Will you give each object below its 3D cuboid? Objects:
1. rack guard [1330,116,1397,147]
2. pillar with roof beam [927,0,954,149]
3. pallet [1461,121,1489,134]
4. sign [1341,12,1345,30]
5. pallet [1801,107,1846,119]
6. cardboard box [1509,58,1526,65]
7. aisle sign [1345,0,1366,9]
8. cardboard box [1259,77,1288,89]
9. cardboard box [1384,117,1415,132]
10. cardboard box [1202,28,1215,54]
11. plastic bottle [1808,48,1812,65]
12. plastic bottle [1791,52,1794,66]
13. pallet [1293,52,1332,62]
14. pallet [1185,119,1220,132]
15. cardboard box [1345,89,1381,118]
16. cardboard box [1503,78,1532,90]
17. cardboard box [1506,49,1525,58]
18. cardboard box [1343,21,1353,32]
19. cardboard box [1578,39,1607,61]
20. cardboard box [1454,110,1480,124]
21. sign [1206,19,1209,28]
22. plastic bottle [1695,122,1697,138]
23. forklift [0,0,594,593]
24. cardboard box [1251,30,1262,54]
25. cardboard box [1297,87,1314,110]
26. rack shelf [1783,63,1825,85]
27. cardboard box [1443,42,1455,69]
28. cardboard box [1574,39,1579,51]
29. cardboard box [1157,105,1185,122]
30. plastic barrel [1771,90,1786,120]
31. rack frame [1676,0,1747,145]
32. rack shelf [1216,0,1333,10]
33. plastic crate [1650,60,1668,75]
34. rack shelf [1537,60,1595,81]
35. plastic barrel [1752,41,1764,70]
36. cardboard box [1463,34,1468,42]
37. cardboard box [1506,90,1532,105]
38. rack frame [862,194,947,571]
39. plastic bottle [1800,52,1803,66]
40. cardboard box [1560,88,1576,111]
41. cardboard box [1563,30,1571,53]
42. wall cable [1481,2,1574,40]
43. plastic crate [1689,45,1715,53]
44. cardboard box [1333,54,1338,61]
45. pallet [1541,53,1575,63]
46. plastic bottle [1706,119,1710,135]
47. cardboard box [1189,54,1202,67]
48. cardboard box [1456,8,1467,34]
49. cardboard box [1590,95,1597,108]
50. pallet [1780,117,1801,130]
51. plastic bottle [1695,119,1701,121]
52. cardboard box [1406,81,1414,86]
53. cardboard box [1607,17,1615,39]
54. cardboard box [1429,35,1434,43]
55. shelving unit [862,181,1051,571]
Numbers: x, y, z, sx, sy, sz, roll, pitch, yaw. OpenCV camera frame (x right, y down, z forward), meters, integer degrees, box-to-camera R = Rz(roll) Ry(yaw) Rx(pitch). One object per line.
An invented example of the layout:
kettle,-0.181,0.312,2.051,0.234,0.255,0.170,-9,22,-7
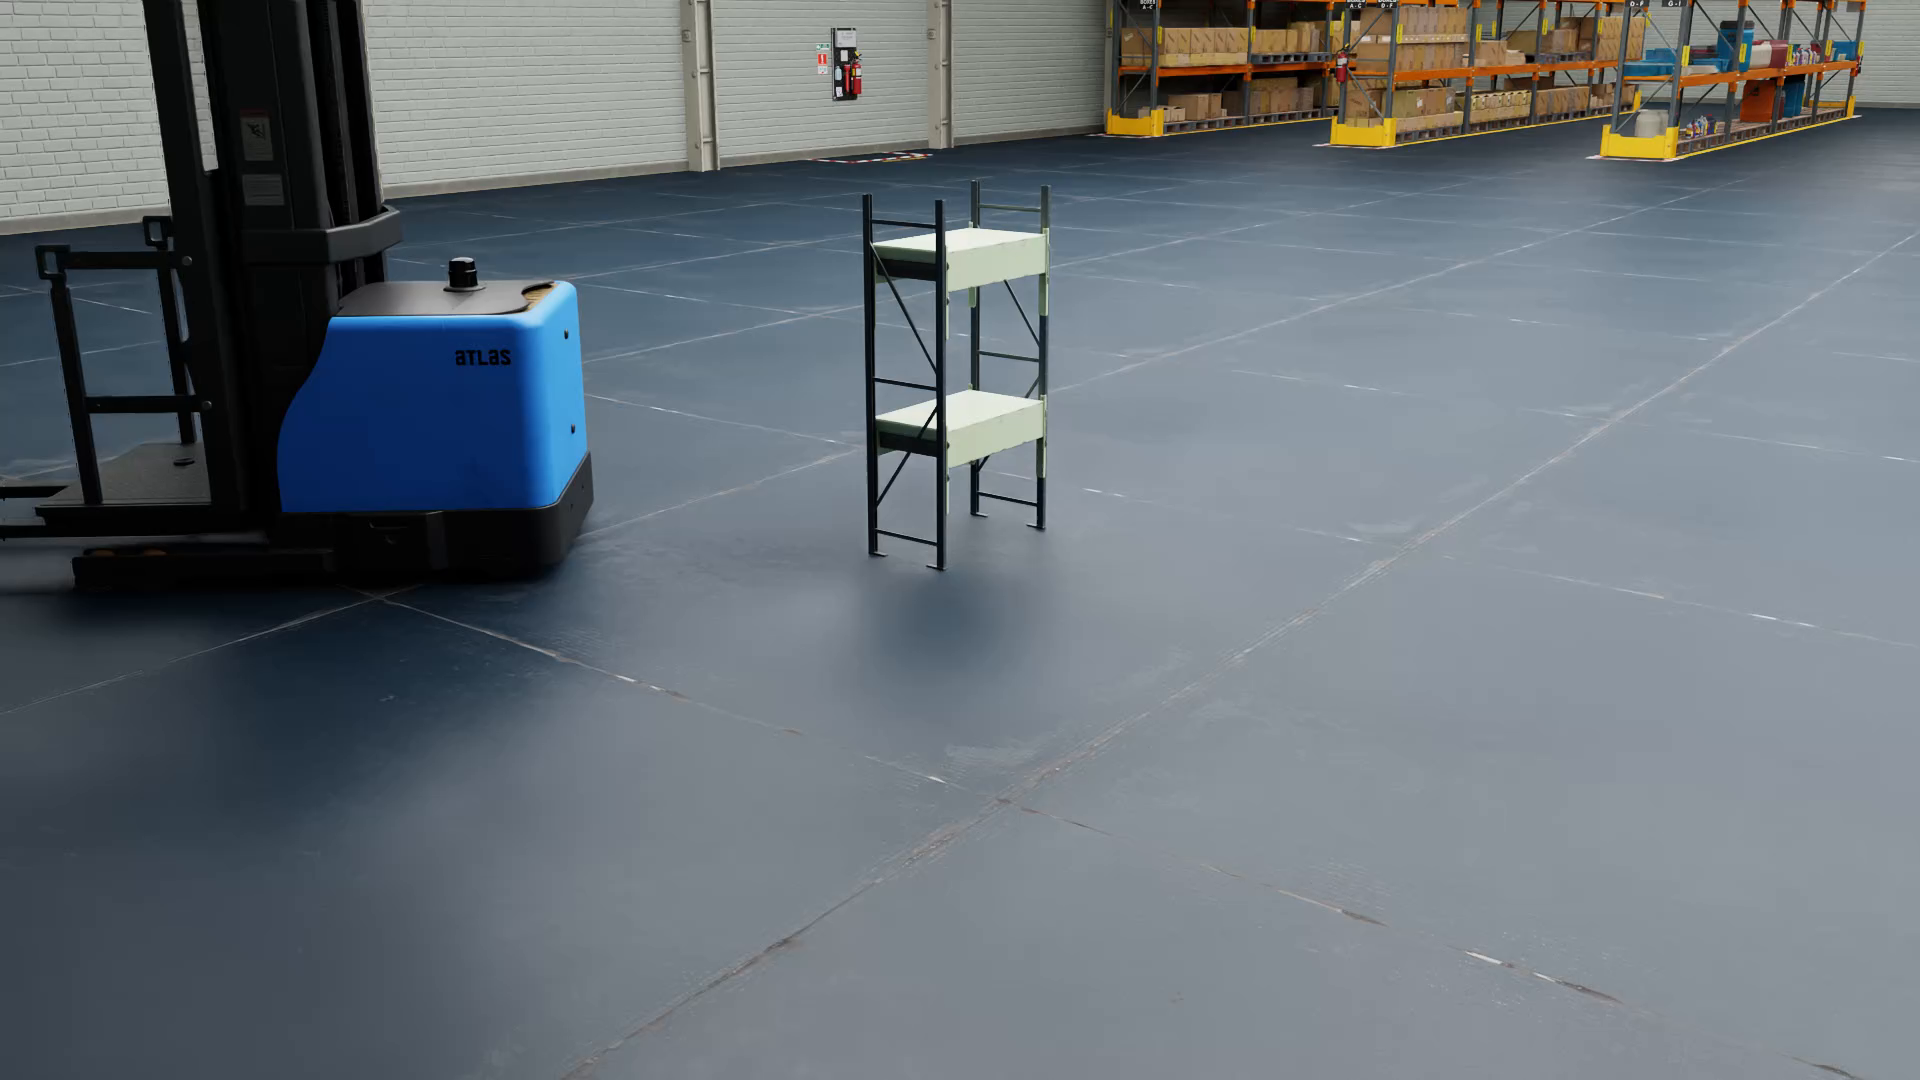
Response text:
rack guard,7.465,-7.573,30.788,1.175,0.500,0.348,12,21,35
pillar with roof beam,3.104,-10.642,26.340,9.100,9.000,0.400,12,21,35
pallet,10.271,-8.576,34.505,1.003,0.211,1.213,12,21,35
sign,7.052,-9.538,30.549,0.100,0.325,0.005,12,21,35
pallet,20.466,-10.186,39.689,1.003,0.211,1.213,12,21,35
cardboard box,11.932,-10.295,35.762,0.380,0.149,0.250,12,21,35
aisle sign,7.205,-10.051,30.167,0.394,0.787,0.004,12,21,35
cardboard box,7.186,-10.498,38.201,0.500,0.250,0.500,12,21,34
cardboard box,8.273,-7.868,31.452,0.500,0.250,0.500,12,21,35
cardboard box,4.938,-10.367,34.524,0.500,0.500,0.500,13,22,36
plastic bottle,18.320,-10.455,35.935,0.144,0.351,0.185,12,21,35
plastic bottle,17.269,-9.981,34.524,0.061,0.283,0.133,12,21,35
pallet,7.927,-11.273,38.809,1.213,0.211,1.003,12,21,35
pallet,4.784,-8.810,35.259,1.003,0.211,1.213,12,21,35
cardboard box,7.560,-8.199,31.251,0.500,0.500,0.500,12,21,35
cardboard box,12.645,-10.331,37.663,0.500,0.250,0.500,13,22,37
cardboard box,11.994,-10.557,36.331,0.500,0.311,0.500,14,22,38
cardboard box,9.063,-12.301,39.829,0.500,0.250,0.500,12,21,34
cardboard box,15.152,-11.752,39.861,0.500,0.500,0.500,13,22,36
cardboard box,10.302,-8.665,34.018,0.500,0.250,0.500,12,21,33
sign,5.434,-11.250,36.461,0.100,0.325,0.005,12,21,35
plastic bottle,12.990,-7.262,29.430,0.097,0.271,0.097,0,17,0
forklift,-3.152,-1.353,6.658,3.031,2.935,1.130,-1,17,-4
cardboard box,6.213,-10.973,36.611,0.700,0.500,0.500,12,21,35
cardboard box,7.879,-10.388,39.111,0.700,0.500,0.500,13,21,35
rack shelf,17.414,-9.935,35.391,1.077,0.370,4.000,12,21,35
cardboard box,9.294,-9.540,32.737,0.700,0.500,0.500,12,21,34
cardboard box,14.721,-11.843,40.154,0.500,0.500,0.500,13,21,36
cardboard box,4.323,-8.858,34.502,0.500,0.311,0.500,15,22,39
plastic barrel,17.173,-9.240,35.297,0.600,0.588,0.708,12,21,35
rack frame,13.839,-8.849,30.683,1.000,3.000,0.127,12,21,35
rack shelf,7.074,-12.165,37.516,1.077,0.370,4.000,12,21,35
plastic crate,11.905,-8.151,28.686,0.499,0.251,0.408,12,21,35
rack shelf,13.438,-10.811,38.213,1.077,0.370,4.000,12,21,35
plastic barrel,15.280,-9.381,32.166,0.433,0.535,0.433,0,17,0
cardboard box,9.873,-9.980,33.063,0.380,0.149,0.250,12,21,35
cardboard box,12.132,-9.665,36.292,0.500,0.311,0.500,13,22,36
rack frame,-0.222,-0.627,6.735,0.400,1.500,0.023,12,21,35
plastic bottle,17.792,-10.191,35.198,0.061,0.283,0.133,12,21,35
cardboard box,13.965,-10.244,38.645,0.500,0.500,0.500,13,21,35
cardboard box,13.626,-11.448,38.173,0.700,0.500,0.500,7,19,21
wall cable,16.689,-16.124,49.229,3.097,2.526,0.112,12,21,35
plastic crate,13.881,-9.049,31.219,0.402,0.464,0.583,12,21,35
cardboard box,8.805,-11.538,39.731,0.380,0.149,0.250,13,21,35
pallet,13.401,-11.051,38.095,1.003,0.211,1.213,12,21,35
plastic bottle,13.508,-7.466,30.066,0.061,0.283,0.133,14,22,38
cardboard box,4.651,-9.892,34.259,0.500,0.250,0.500,12,21,34
cardboard box,9.604,-10.286,32.953,0.700,0.500,0.500,13,21,35
cardboard box,15.053,-10.619,40.172,0.500,0.311,0.500,12,21,35
pallet,17.386,-8.955,35.724,1.003,0.211,1.213,12,21,35
plastic bottle,13.438,-7.529,30.281,0.152,0.276,0.135,12,21,35
cardboard box,11.479,-11.791,43.663,0.700,0.500,0.500,12,21,34
cardboard box,15.443,-12.342,40.074,0.500,0.500,0.500,12,21,33
cardboard box,8.803,-9.552,31.682,0.380,0.149,0.250,13,21,35
shelving unit,-0.004,-0.715,7.016,0.431,1.500,0.755,12,21,35
